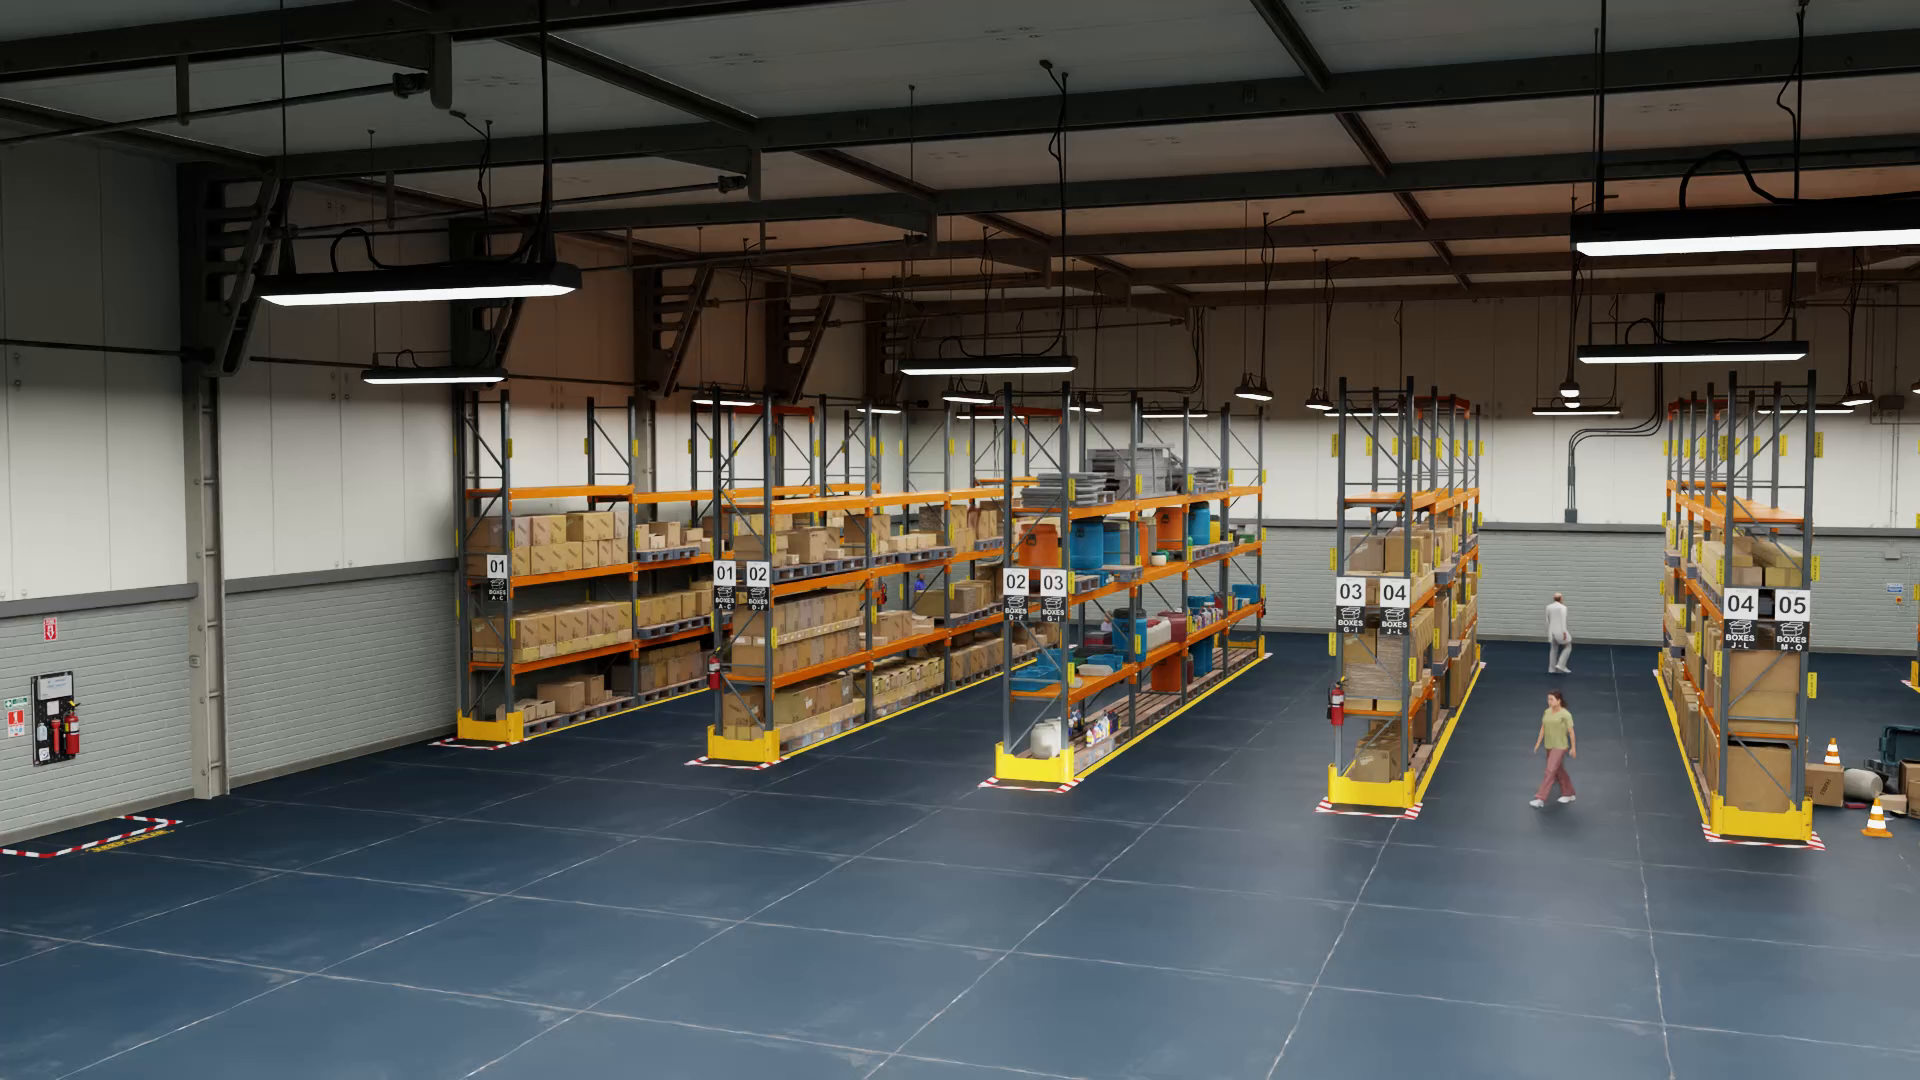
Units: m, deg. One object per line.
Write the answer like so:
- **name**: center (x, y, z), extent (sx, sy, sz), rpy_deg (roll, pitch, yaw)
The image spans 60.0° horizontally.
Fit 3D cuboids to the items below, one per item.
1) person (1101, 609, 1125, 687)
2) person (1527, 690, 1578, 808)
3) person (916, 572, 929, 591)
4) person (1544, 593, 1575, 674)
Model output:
- **person**: center (3.236, 2.265, 35.021), extent (0.535, 1.640, 0.519), rpy_deg (3, 4, 39)
- **person**: center (8.250, 2.899, 23.215), extent (1.036, 1.610, 0.470), rpy_deg (-1, 3, -19)
- **person**: center (-1.006, 1.707, 44.941), extent (0.439, 1.689, 0.464), rpy_deg (1, 3, 15)
- **person**: center (13.316, 2.073, 36.998), extent (0.431, 1.798, 0.645), rpy_deg (-3, 4, -39)
